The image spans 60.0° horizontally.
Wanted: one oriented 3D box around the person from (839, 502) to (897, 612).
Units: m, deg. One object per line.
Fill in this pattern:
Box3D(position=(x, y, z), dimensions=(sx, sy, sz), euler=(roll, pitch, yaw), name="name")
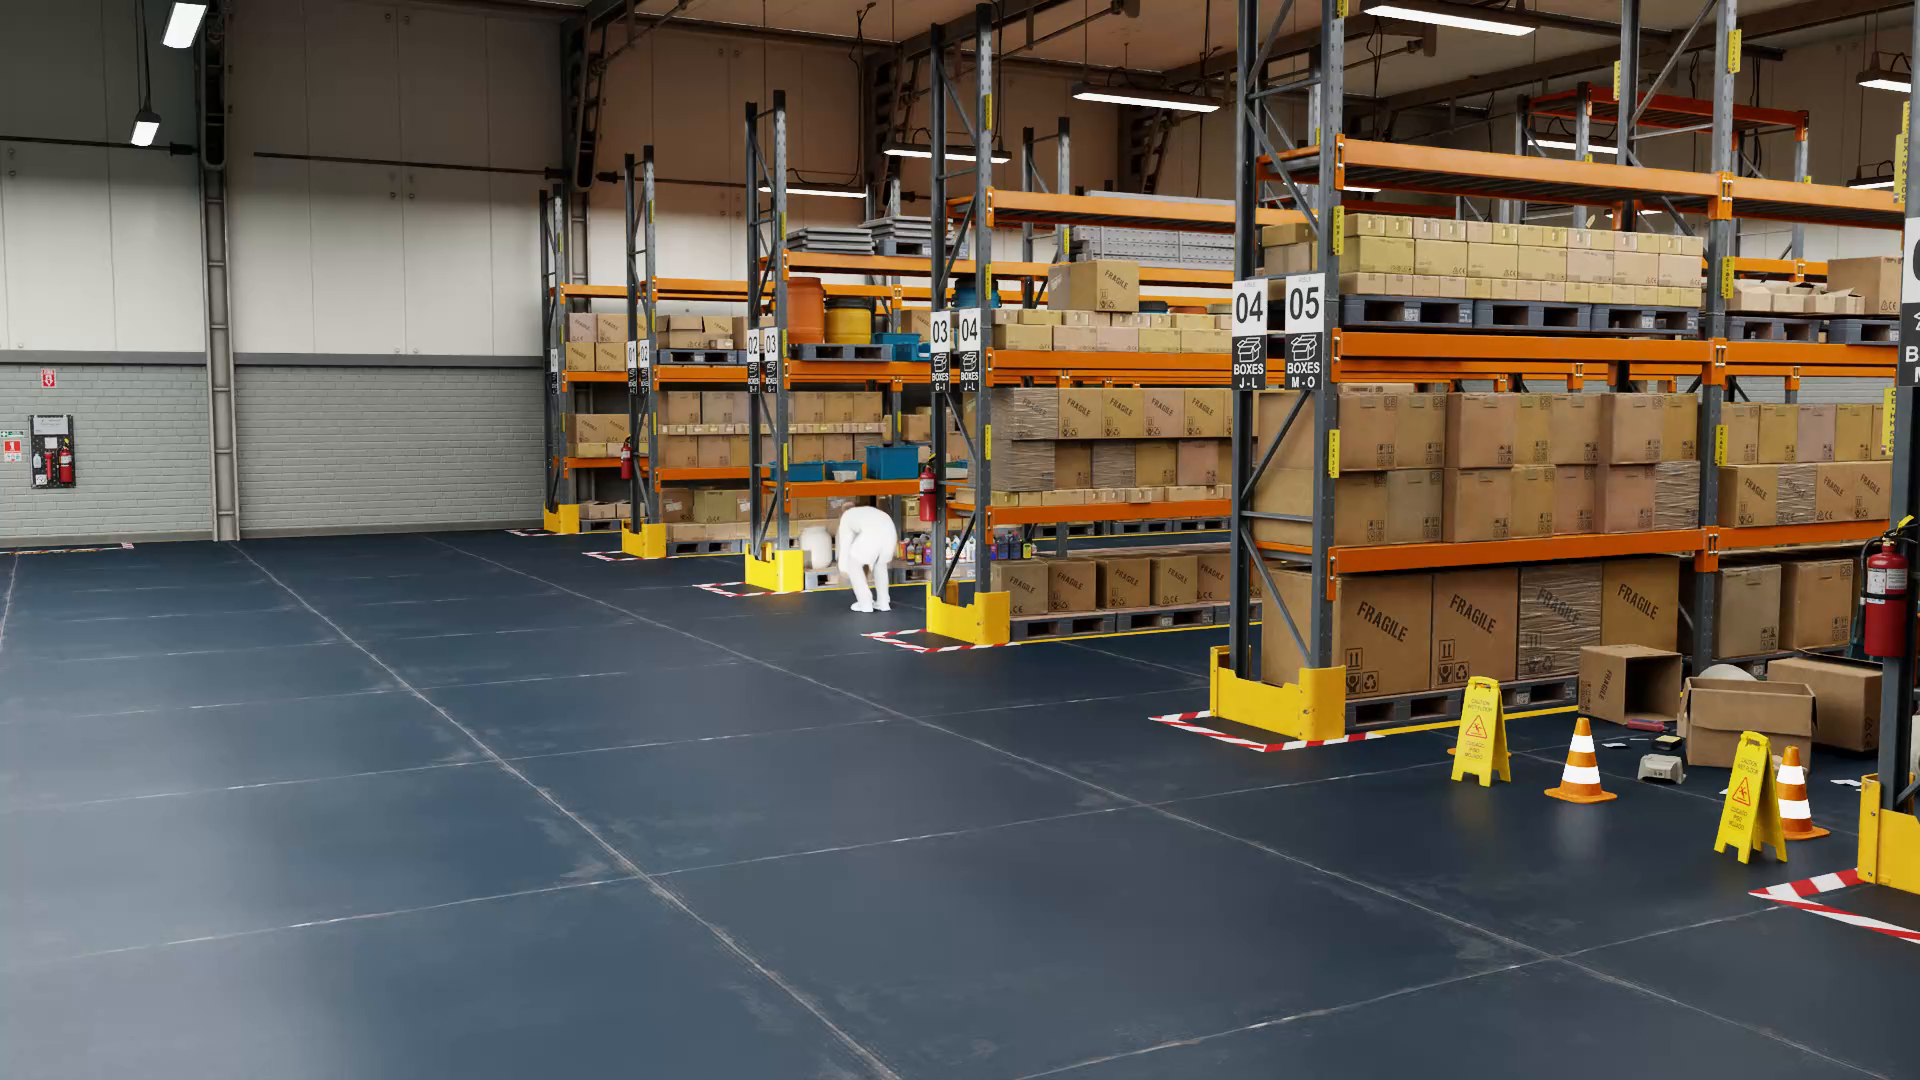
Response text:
Box3D(position=(-1.056, 0.182, 18.554), dimensions=(0.576, 1.182, 0.932), euler=(-3, 6, -31), name="person")
